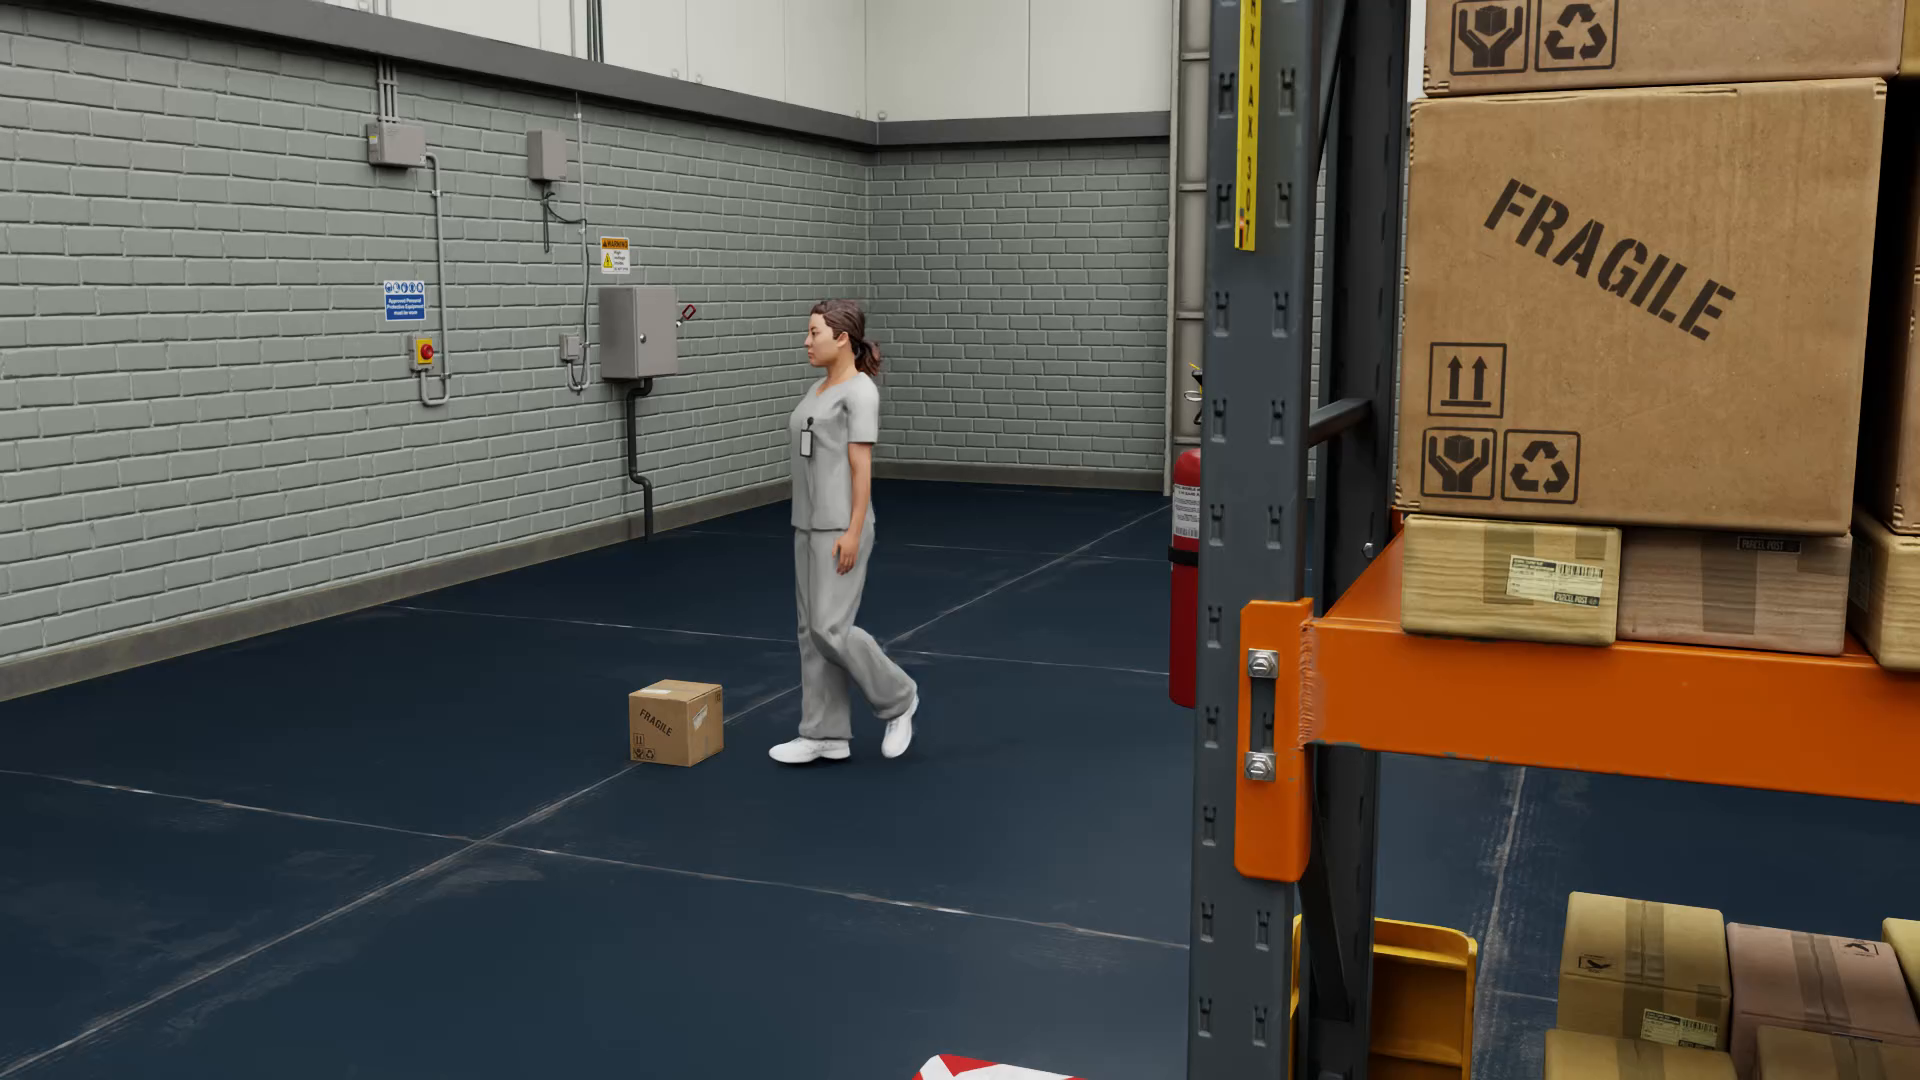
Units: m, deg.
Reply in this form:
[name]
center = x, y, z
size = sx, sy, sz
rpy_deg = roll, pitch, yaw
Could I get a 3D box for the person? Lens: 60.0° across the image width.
[person]
center = -0.435, -0.031, 6.008
size = 0.575, 1.666, 0.460
rpy_deg = -5, 10, -32
